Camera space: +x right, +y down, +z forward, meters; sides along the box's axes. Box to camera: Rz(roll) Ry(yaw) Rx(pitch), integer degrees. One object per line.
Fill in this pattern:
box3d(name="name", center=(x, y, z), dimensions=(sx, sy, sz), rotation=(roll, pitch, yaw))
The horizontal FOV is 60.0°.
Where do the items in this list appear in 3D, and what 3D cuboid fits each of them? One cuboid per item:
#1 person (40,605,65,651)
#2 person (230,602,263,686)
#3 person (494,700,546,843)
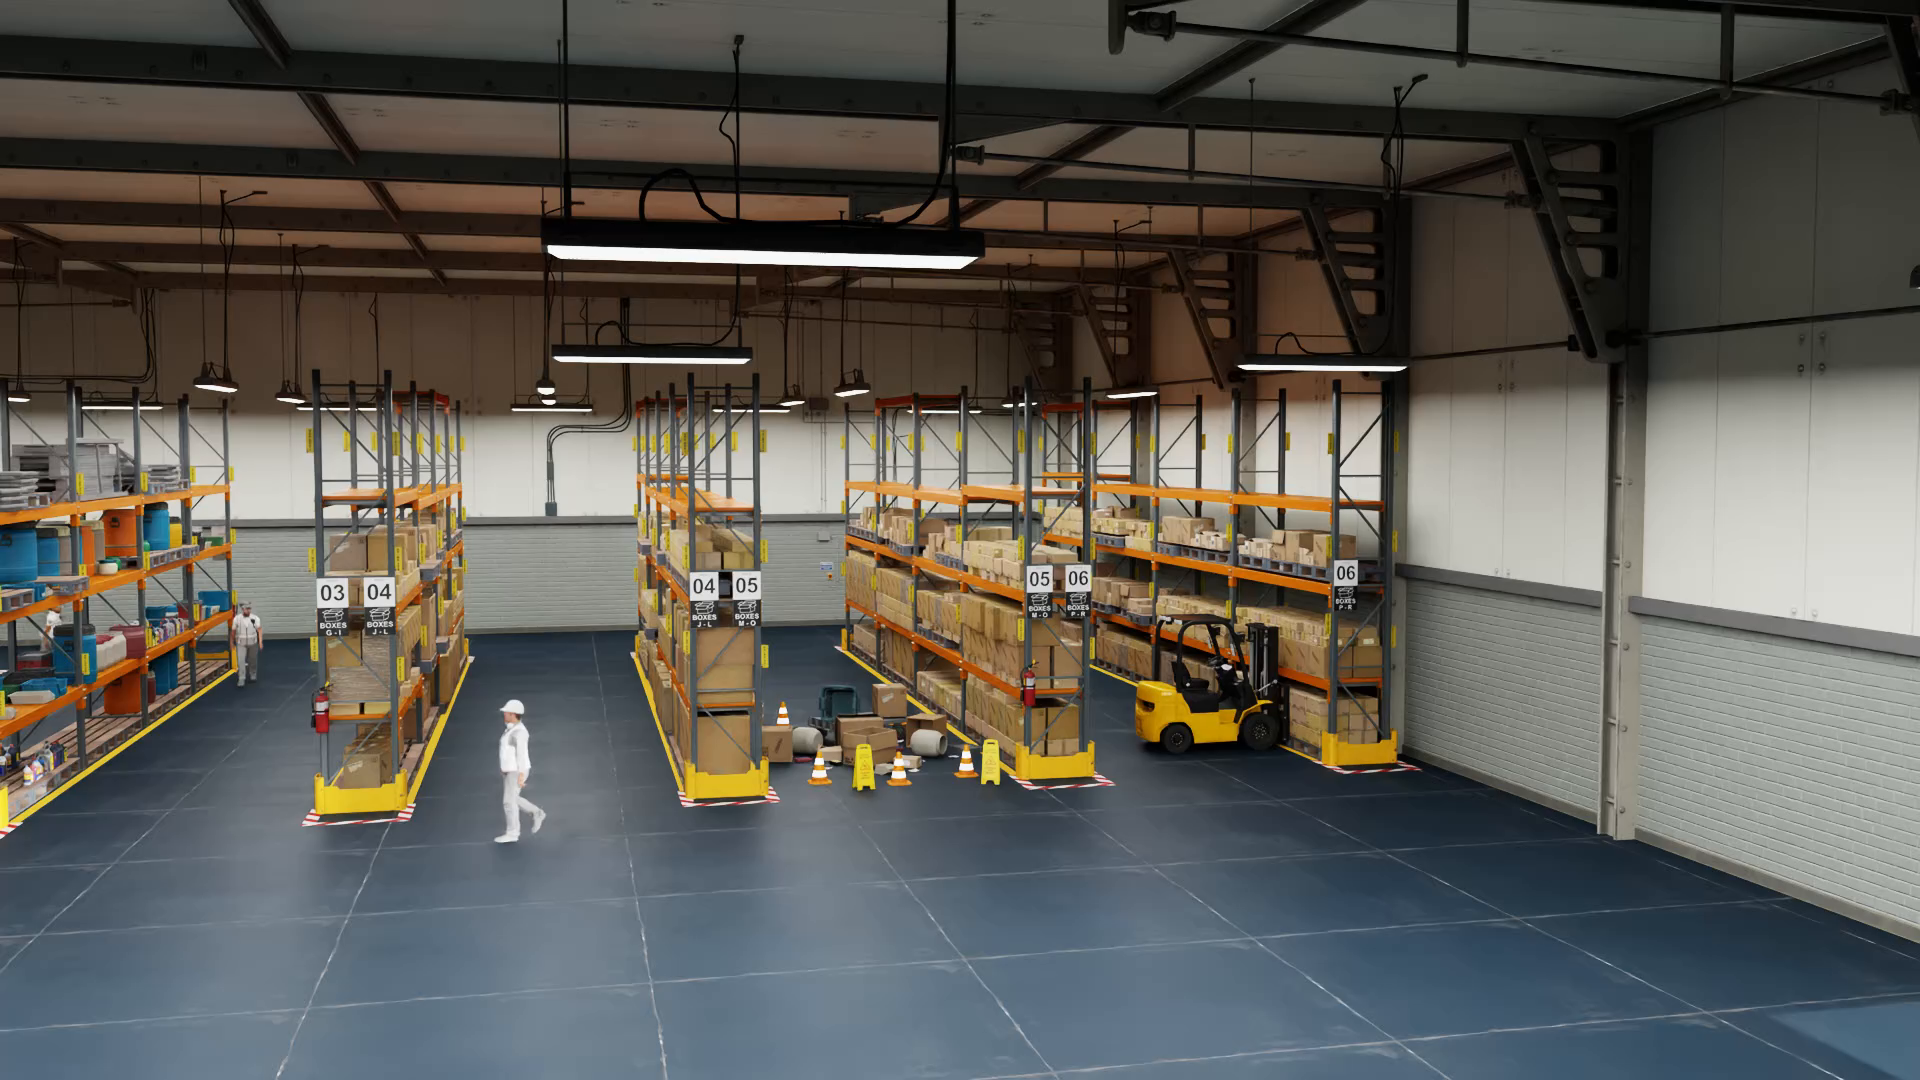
box3d(name="person", center=(-19.433, 2.114, 35.715), dimensions=(0.478, 1.605, 0.917), rotation=(3, 4, 41))
box3d(name="person", center=(-14.838, 2.125, 34.553), dimensions=(0.638, 1.705, 1.088), rotation=(-1, 4, -22))
box3d(name="person", center=(-5.568, 2.897, 21.017), dimensions=(0.677, 1.766, 0.534), rotation=(-1, 4, -21))
